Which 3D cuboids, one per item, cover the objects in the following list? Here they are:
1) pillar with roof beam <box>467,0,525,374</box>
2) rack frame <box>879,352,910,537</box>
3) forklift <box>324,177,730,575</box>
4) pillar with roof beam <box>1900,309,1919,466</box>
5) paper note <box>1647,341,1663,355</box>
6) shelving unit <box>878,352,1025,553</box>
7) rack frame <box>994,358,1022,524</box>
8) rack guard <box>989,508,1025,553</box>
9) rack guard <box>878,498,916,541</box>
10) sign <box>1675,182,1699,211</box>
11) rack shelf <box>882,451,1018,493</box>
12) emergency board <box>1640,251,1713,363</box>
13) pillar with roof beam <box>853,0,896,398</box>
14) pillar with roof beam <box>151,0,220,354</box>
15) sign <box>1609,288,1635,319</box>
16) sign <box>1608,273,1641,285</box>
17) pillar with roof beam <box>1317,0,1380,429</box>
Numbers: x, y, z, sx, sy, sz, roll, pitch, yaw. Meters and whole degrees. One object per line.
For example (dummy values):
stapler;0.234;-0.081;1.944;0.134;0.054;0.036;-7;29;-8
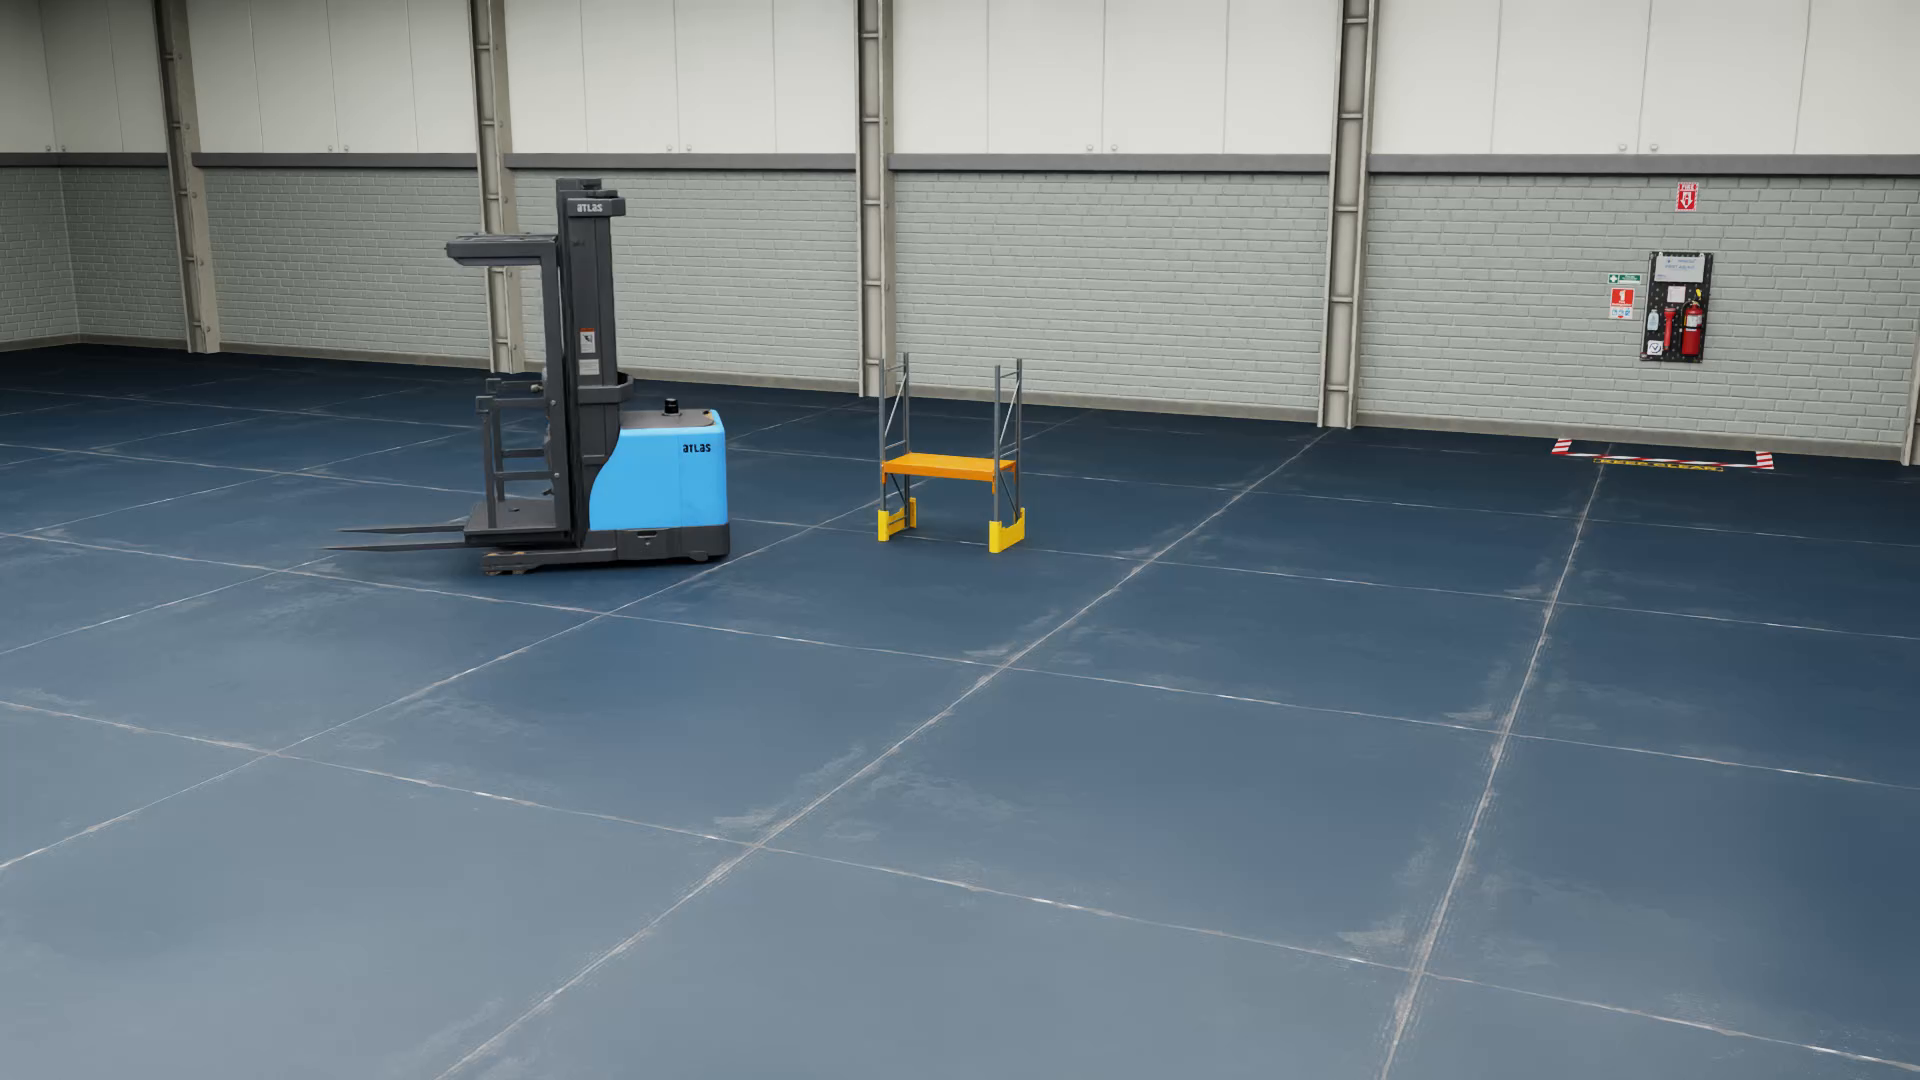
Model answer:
pillar with roof beam;-8.310;-5.927;19.314;0.400;9.000;9.100;6;14;23
rack frame;-0.543;-0.785;13.818;0.032;1.500;0.500;6;14;23
forklift;-3.371;-1.292;12.845;3.031;2.935;1.130;-3;13;-11
pillar with roof beam;8.148;-4.261;12.216;0.400;9.000;9.100;6;14;23
paper note;7.514;-2.078;17.974;0.142;0.148;0.016;6;14;23
shelving unit;-0.070;-0.737;13.614;1.083;1.500;0.587;6;14;23
rack frame;0.387;-0.691;13.417;0.032;1.500;0.500;6;14;23
rack guard;0.386;-0.083;13.560;0.087;0.250;0.587;6;14;23
rack guard;-0.525;-0.175;13.953;0.087;0.250;0.587;6;14;23
sign;7.681;-3.626;17.569;0.199;0.298;0.001;6;14;23
rack shelf;-0.078;-0.563;13.658;1.000;0.185;0.538;6;14;23
emergency board;7.648;-2.476;17.742;0.643;1.169;0.194;6;14;23
pillar with roof beam;-2.824;-5.372;16.948;0.400;9.000;9.100;6;14;23
pillar with roof beam;-13.795;-6.482;21.680;0.400;9.000;9.100;6;14;23
sign;7.184;-2.566;18.048;0.234;0.329;0.001;6;14;23
sign;7.184;-2.822;17.978;0.331;0.109;0.001;6;14;23
pillar with roof beam;2.662;-4.816;14.582;0.400;9.000;9.100;6;14;23
